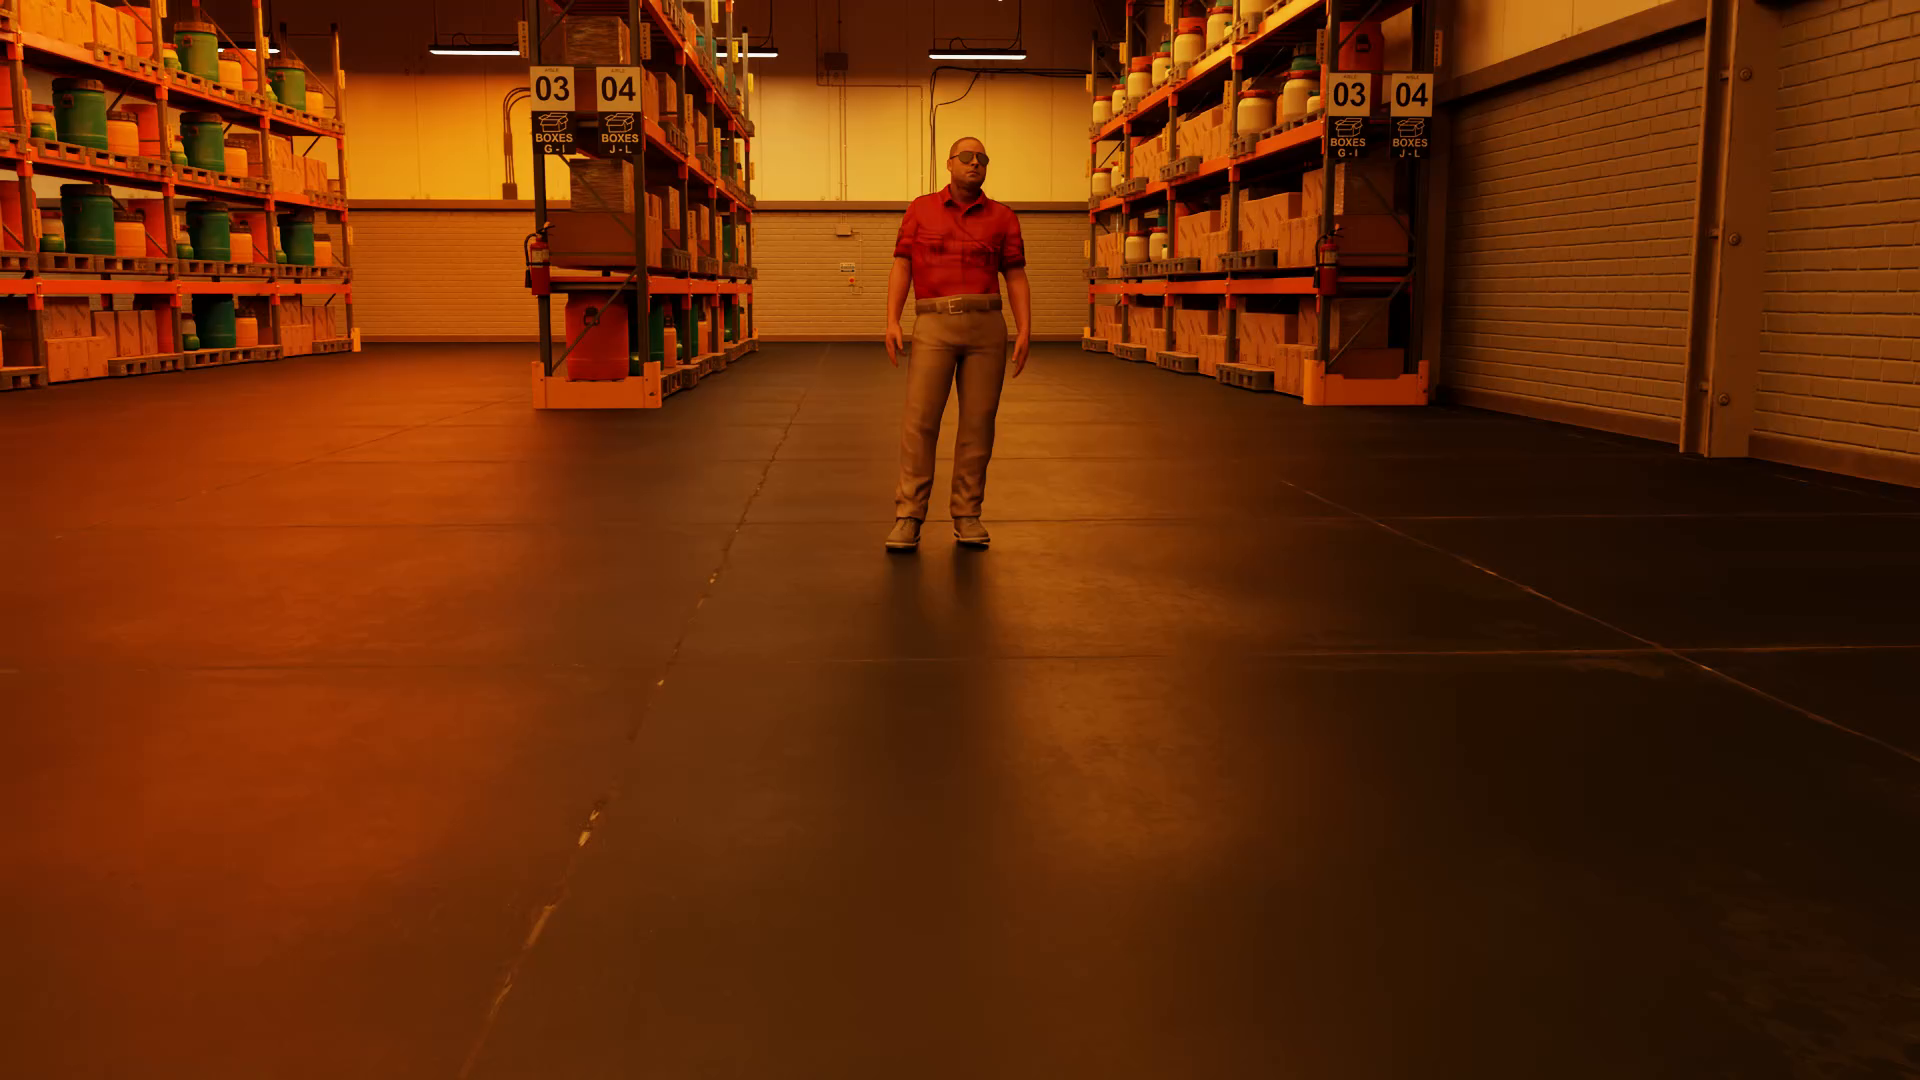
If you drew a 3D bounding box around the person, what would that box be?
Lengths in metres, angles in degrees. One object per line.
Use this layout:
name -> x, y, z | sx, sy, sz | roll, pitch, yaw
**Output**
person -> -0.007, -0.849, 7.093 | 0.640, 1.727, 0.551 | -1, 8, -4
